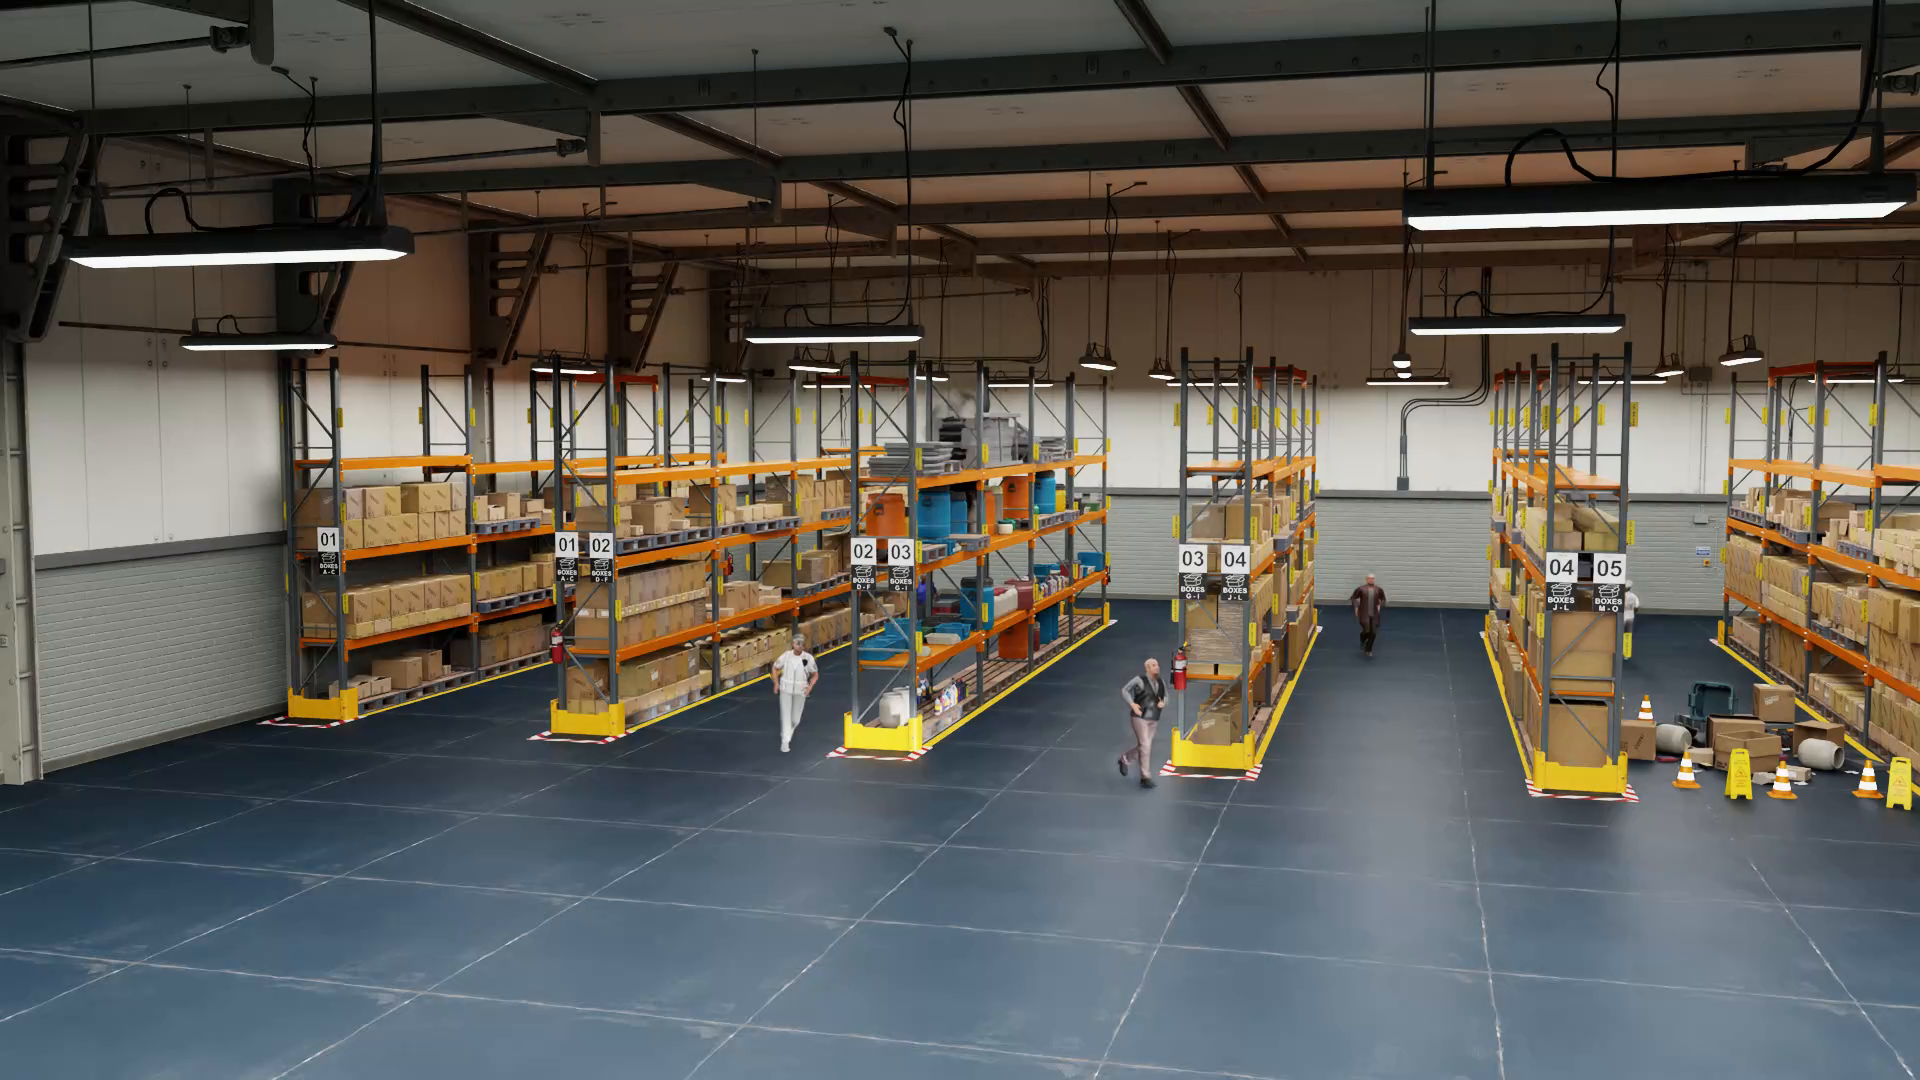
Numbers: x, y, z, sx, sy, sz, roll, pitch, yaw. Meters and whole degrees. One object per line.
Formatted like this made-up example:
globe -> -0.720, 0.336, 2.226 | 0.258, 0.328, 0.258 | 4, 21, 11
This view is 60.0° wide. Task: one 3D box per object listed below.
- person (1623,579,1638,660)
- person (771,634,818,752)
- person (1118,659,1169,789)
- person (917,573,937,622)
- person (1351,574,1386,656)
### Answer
person -> 13.753, 1.637, 34.476 | 0.558, 1.662, 0.588 | 1, 4, 12
person -> -2.506, 2.293, 25.279 | 0.710, 1.749, 0.691 | -1, 4, -7
person -> 2.568, 2.485, 22.903 | 0.684, 1.717, 0.894 | -3, 5, -32
person -> -0.782, 1.511, 36.352 | 0.581, 1.654, 0.892 | 0, 4, -1
person -> 8.597, 1.578, 34.926 | 0.721, 1.734, 0.631 | 0, 4, 3
